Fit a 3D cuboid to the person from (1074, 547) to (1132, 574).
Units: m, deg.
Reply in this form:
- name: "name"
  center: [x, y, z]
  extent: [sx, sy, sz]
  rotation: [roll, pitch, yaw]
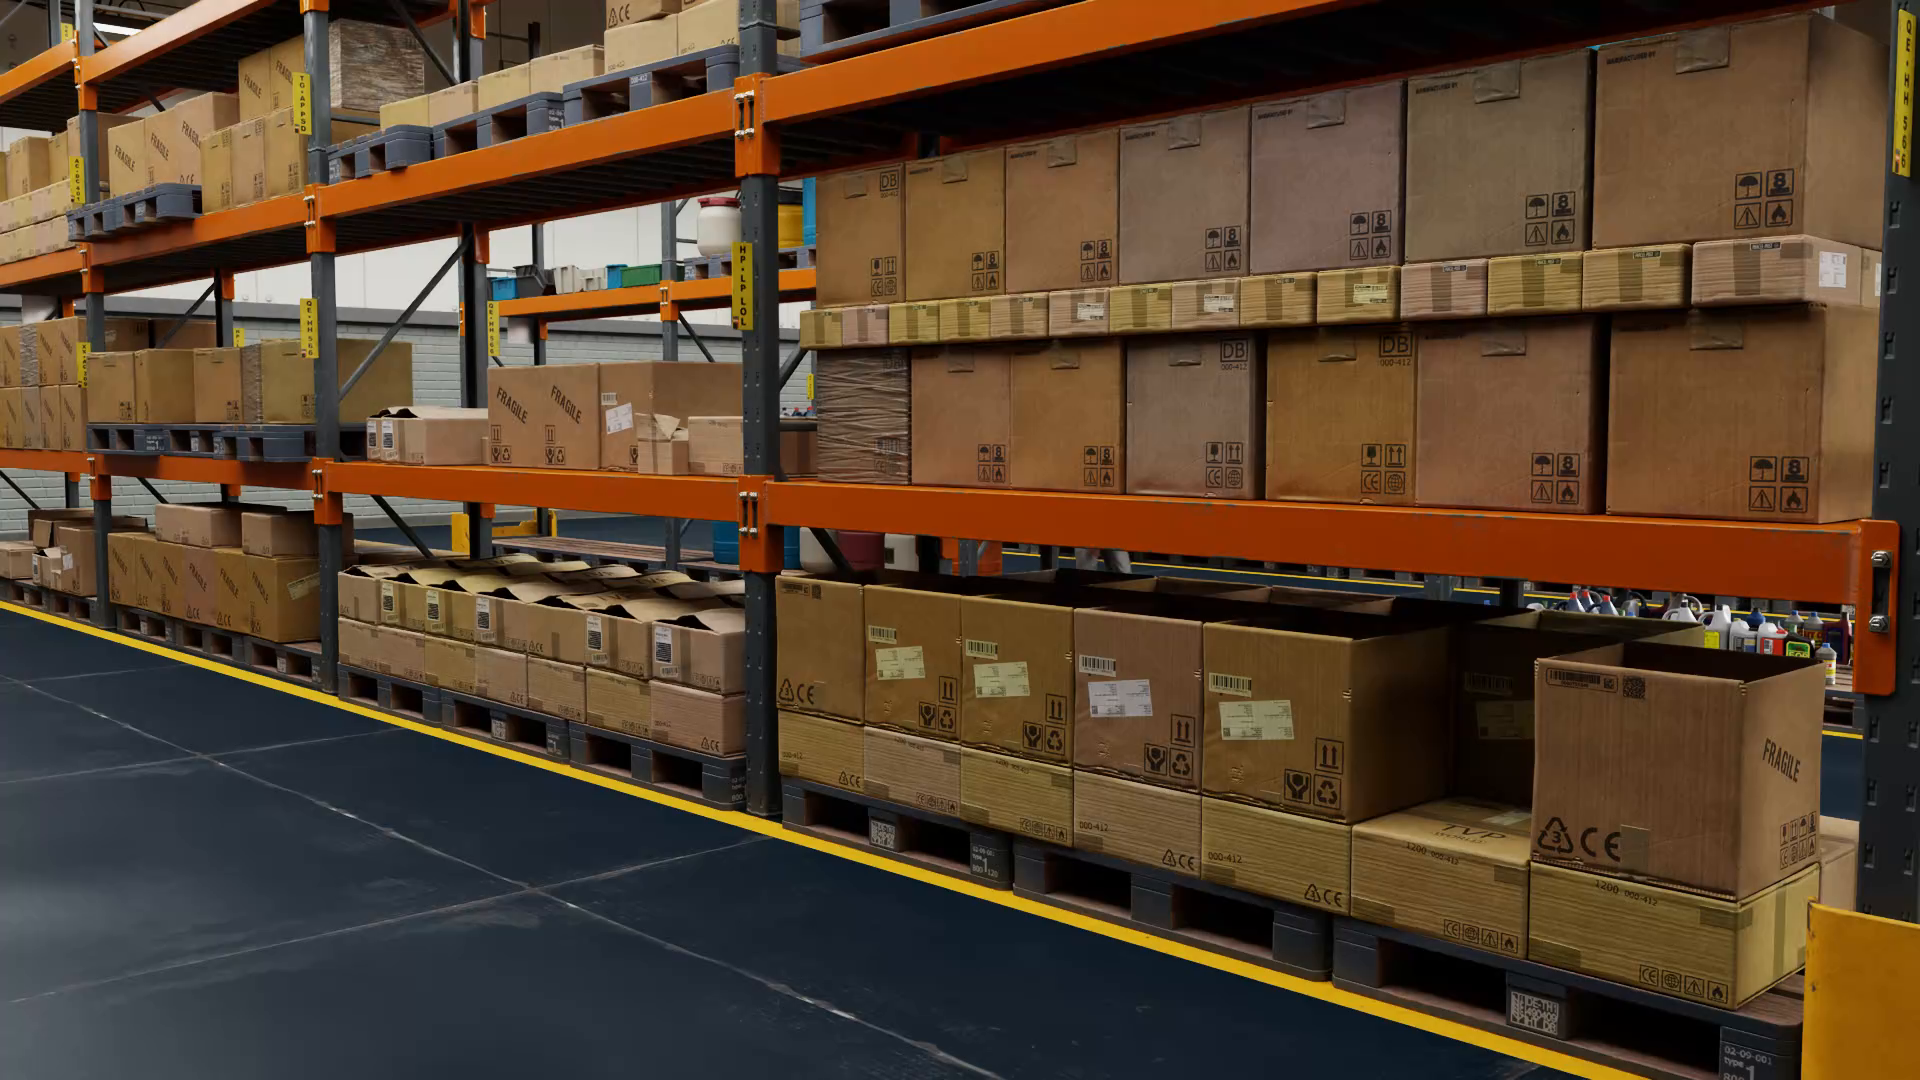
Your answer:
- name: "person"
  center: [0.902, -0.008, 10.624]
  extent: [0.418, 1.613, 0.557]
  rotation: [-4, 6, -43]
